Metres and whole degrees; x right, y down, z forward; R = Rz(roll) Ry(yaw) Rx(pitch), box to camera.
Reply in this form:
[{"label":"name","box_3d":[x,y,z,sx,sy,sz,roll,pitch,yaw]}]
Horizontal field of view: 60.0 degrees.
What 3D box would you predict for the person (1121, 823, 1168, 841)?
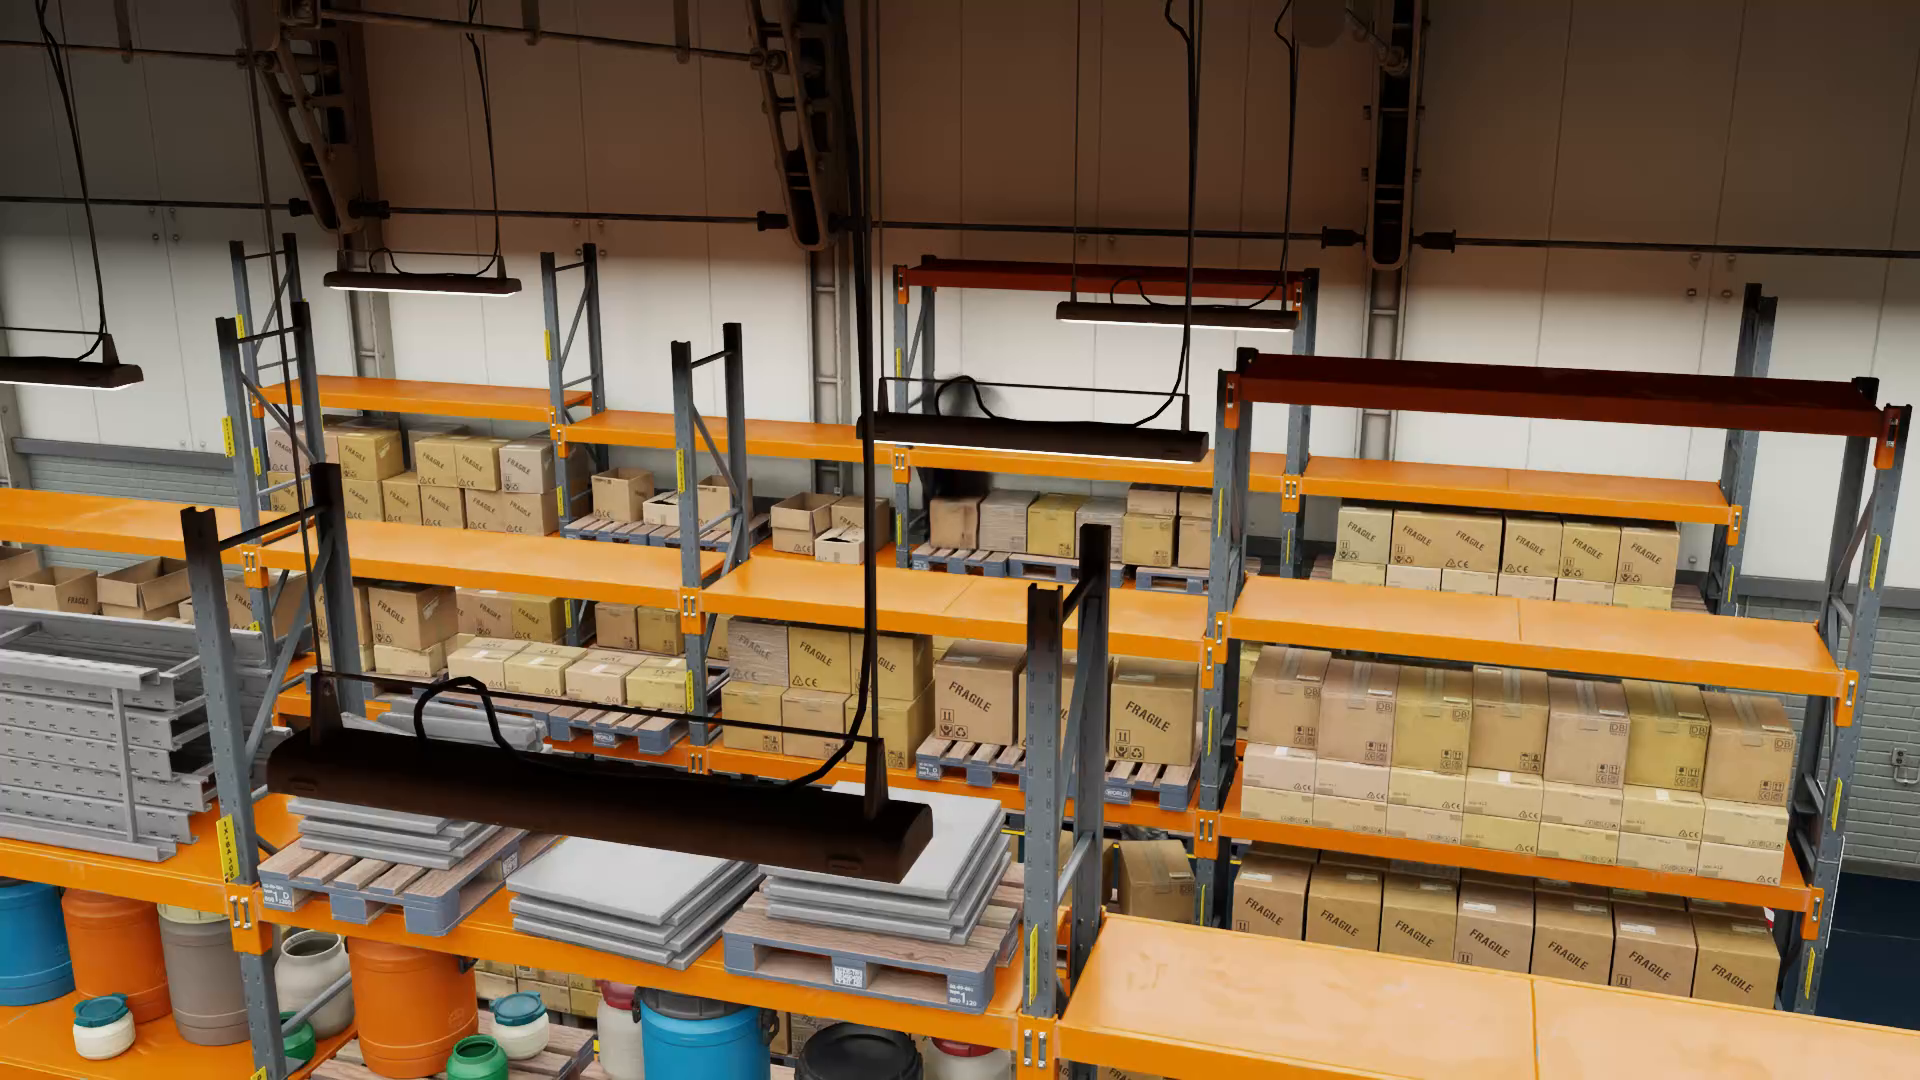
[{"label":"person","box_3d":[1.796,2.508,16.060,0.715,1.849,0.657,1,16,5]}]
